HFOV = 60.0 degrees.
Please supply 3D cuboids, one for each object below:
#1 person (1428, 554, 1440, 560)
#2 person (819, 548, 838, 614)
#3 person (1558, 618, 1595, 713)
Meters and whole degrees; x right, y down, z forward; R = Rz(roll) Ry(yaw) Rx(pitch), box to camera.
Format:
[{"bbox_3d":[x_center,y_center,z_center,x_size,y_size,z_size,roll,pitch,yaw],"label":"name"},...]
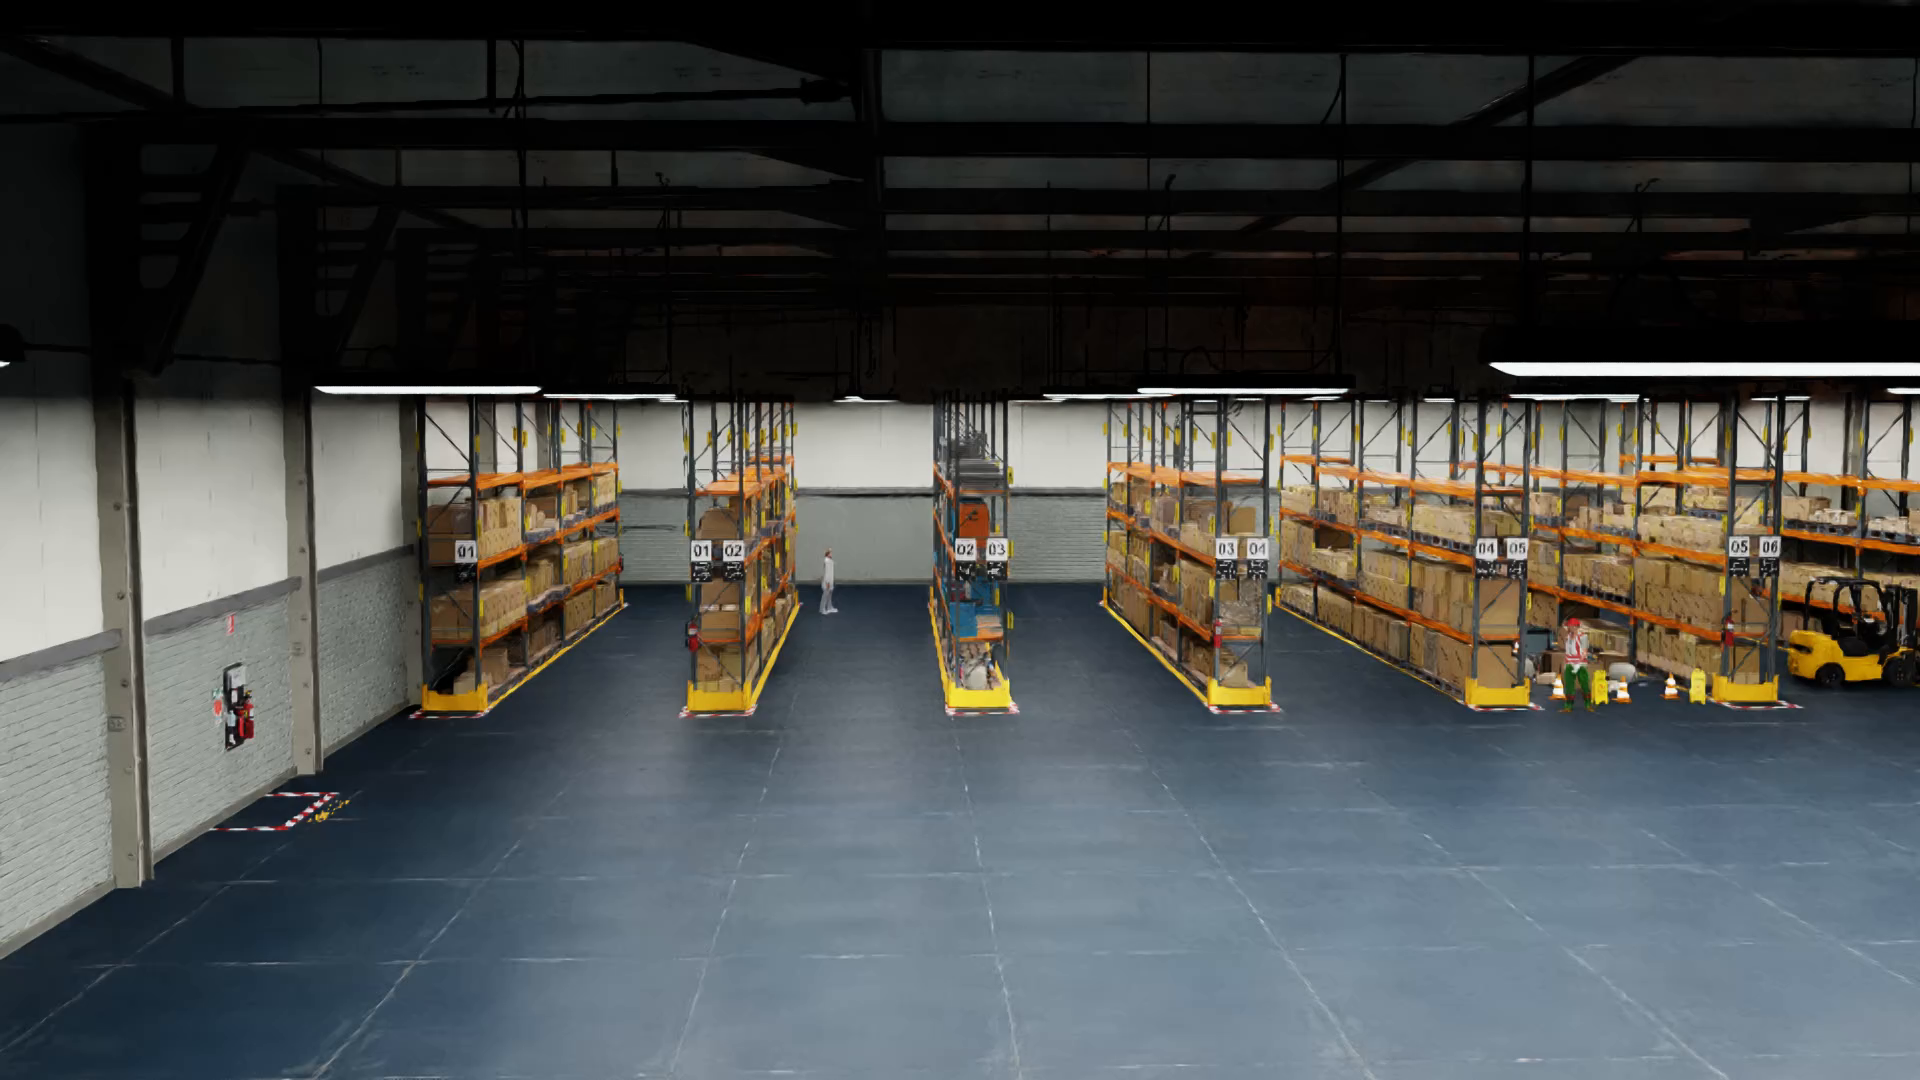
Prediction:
[{"bbox_3d":[14.609,0.730,51.099,0.679,1.659,0.498,-3,5,-31],"label":"person"},{"bbox_3d":[-3.606,1.114,45.552,0.546,1.772,0.751,-1,5,-8],"label":"person"},{"bbox_3d":[11.451,2.325,30.877,0.712,1.786,0.551,-3,6,-33],"label":"person"}]
